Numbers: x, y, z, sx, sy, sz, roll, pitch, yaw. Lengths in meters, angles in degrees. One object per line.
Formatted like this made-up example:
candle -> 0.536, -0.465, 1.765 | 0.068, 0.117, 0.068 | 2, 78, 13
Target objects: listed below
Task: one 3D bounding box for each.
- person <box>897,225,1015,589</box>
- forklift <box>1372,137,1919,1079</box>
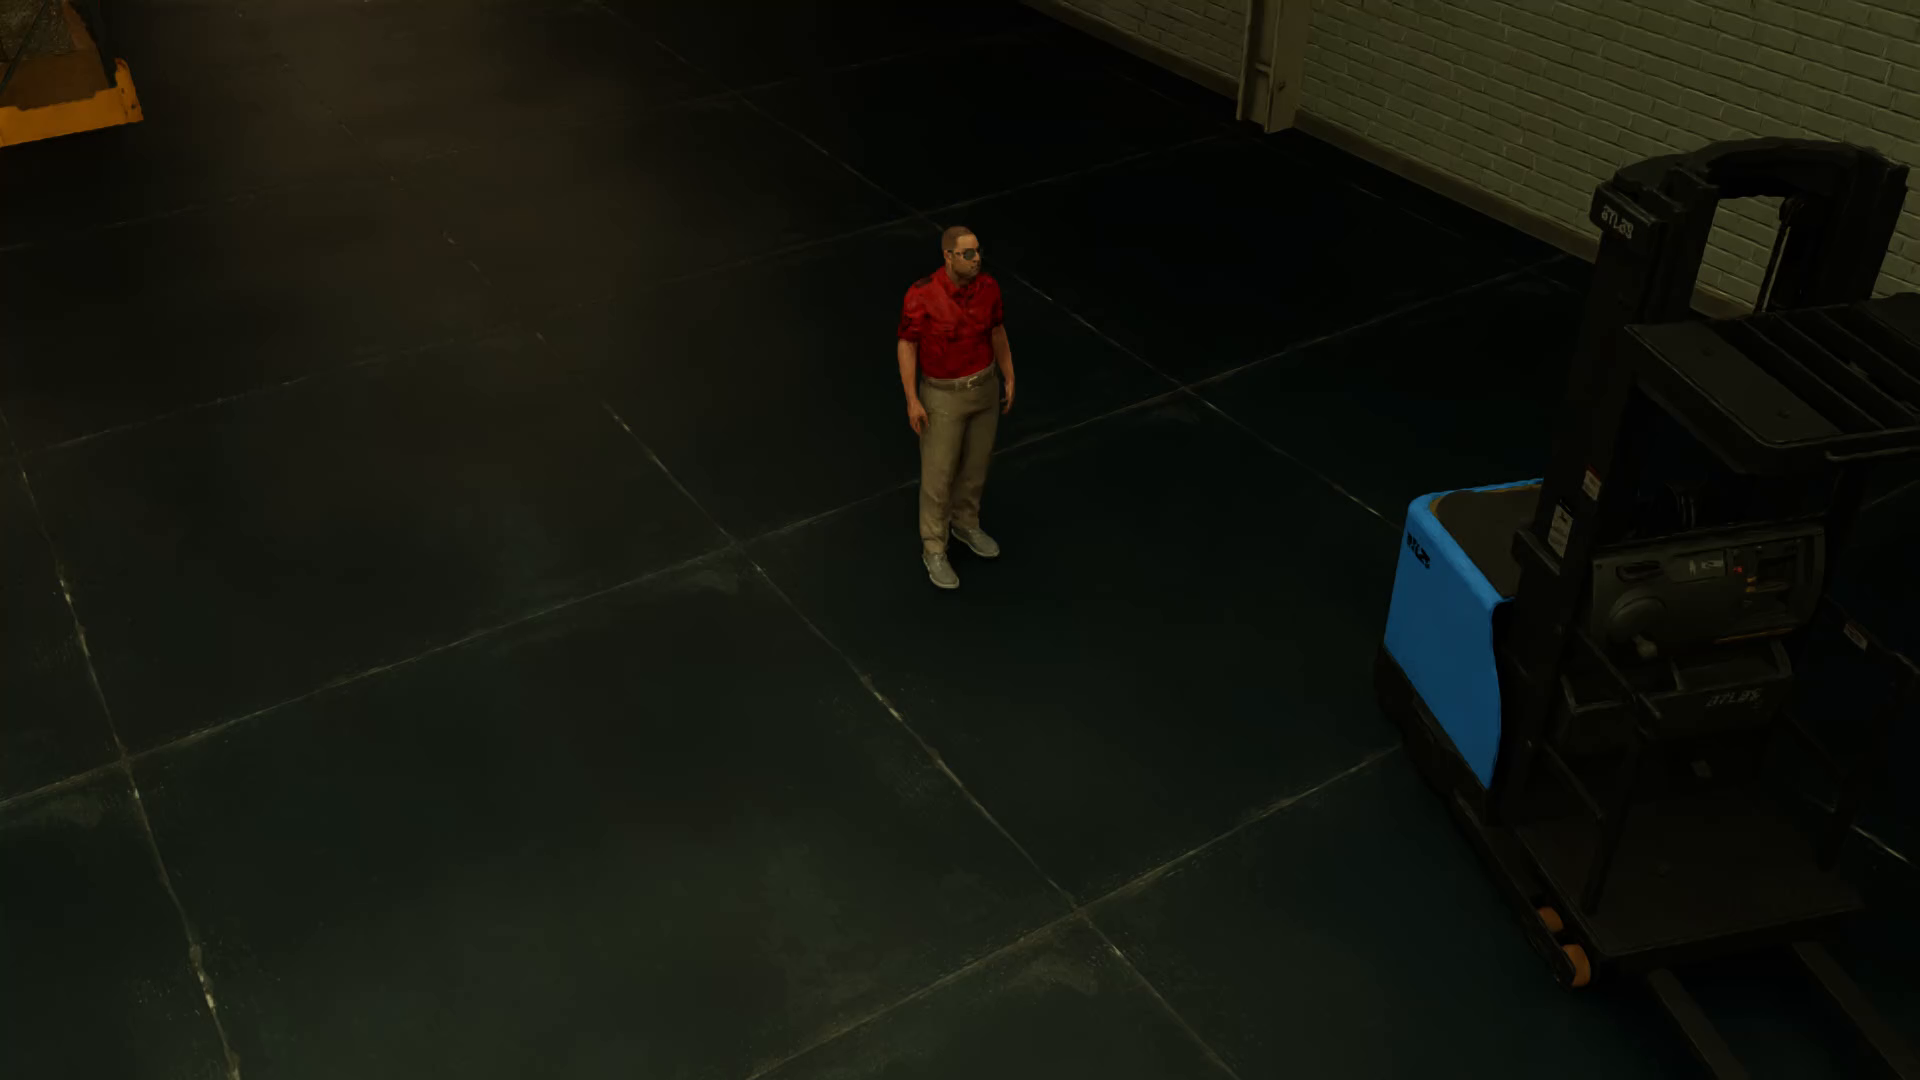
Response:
person -> 0.039, -0.667, 8.129 | 0.640, 1.726, 0.550 | -21, 40, -27
forklift -> 2.728, 0.250, 5.791 | 1.130, 2.935, 3.031 | -8, 36, -11
